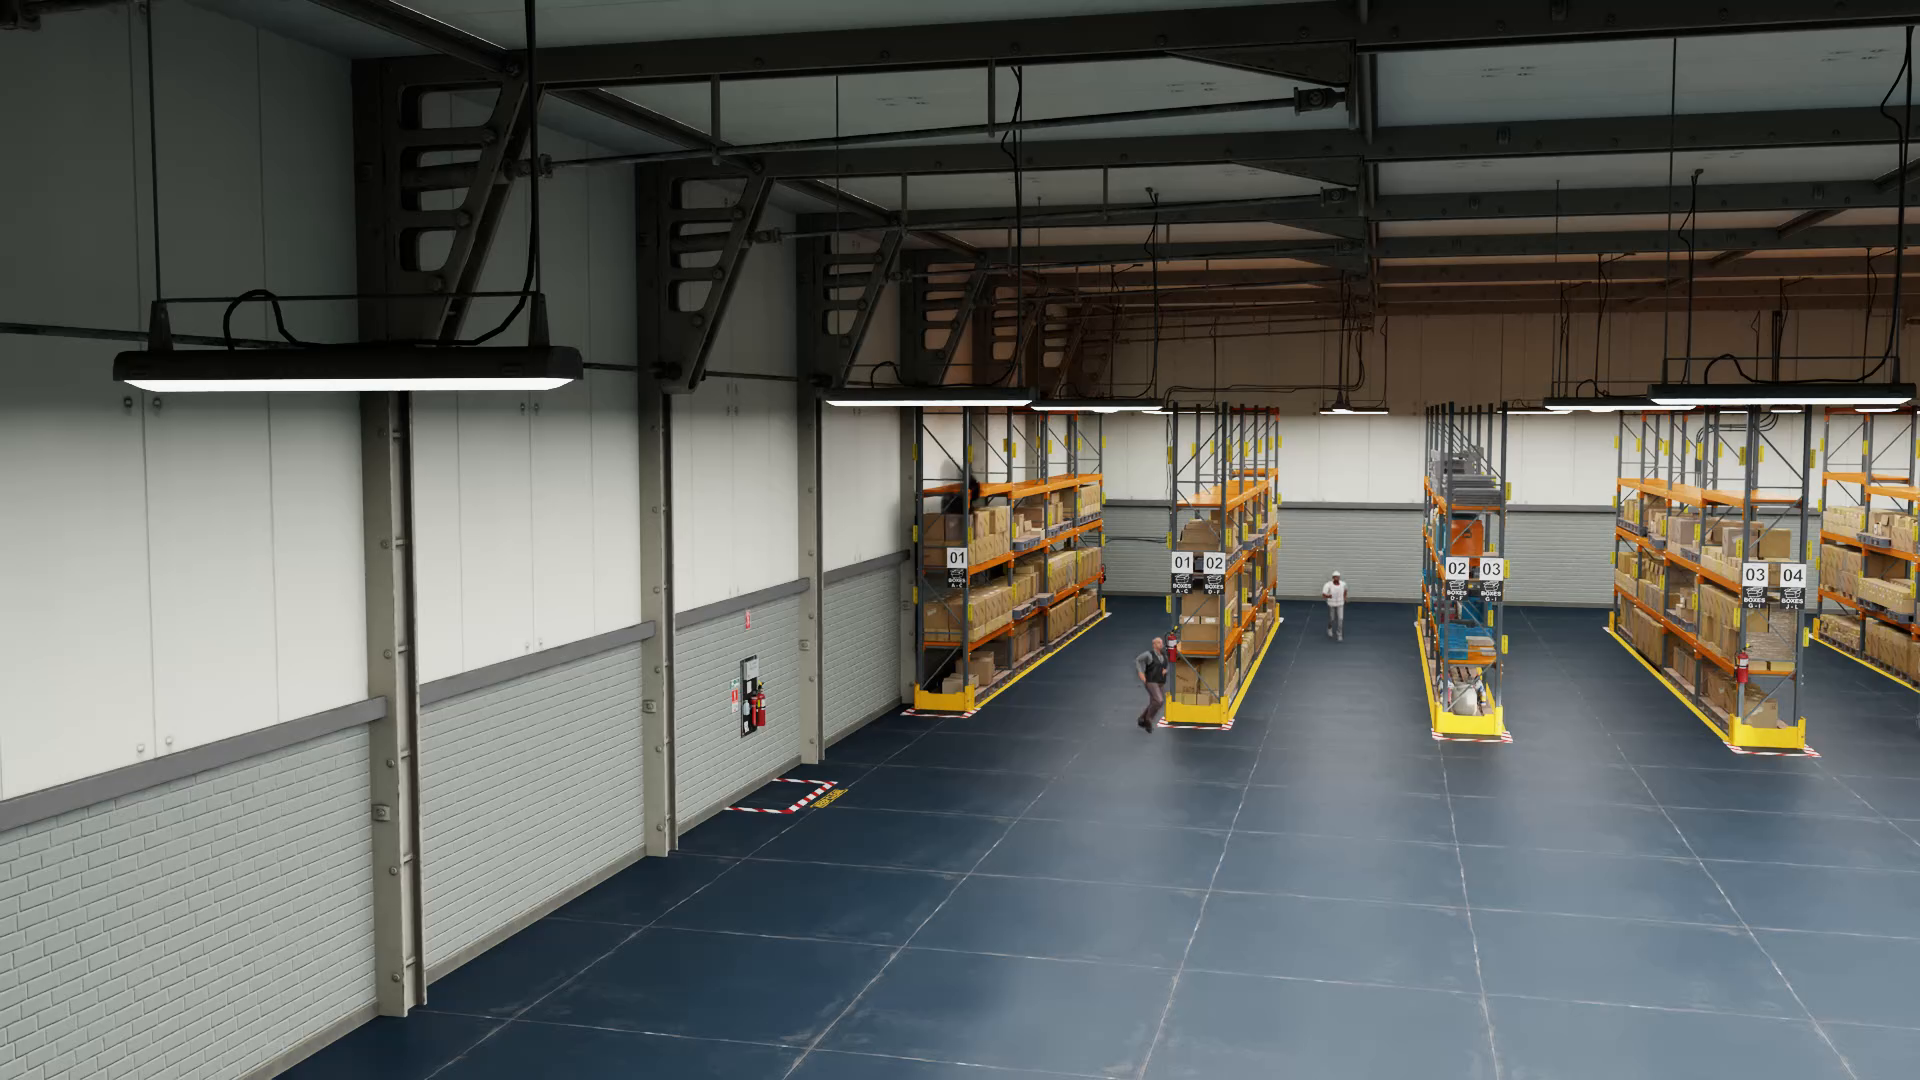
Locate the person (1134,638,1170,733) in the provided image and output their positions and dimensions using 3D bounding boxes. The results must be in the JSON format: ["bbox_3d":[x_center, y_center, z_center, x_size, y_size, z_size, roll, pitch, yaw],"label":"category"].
[{"bbox_3d":[3.566,2.642,30.382,0.653,1.711,0.663,-4,6,-40],"label":"person"}]

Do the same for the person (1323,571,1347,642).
[{"bbox_3d":[9.635,1.672,42.715,0.665,1.766,0.968,0,4,2],"label":"person"}]
